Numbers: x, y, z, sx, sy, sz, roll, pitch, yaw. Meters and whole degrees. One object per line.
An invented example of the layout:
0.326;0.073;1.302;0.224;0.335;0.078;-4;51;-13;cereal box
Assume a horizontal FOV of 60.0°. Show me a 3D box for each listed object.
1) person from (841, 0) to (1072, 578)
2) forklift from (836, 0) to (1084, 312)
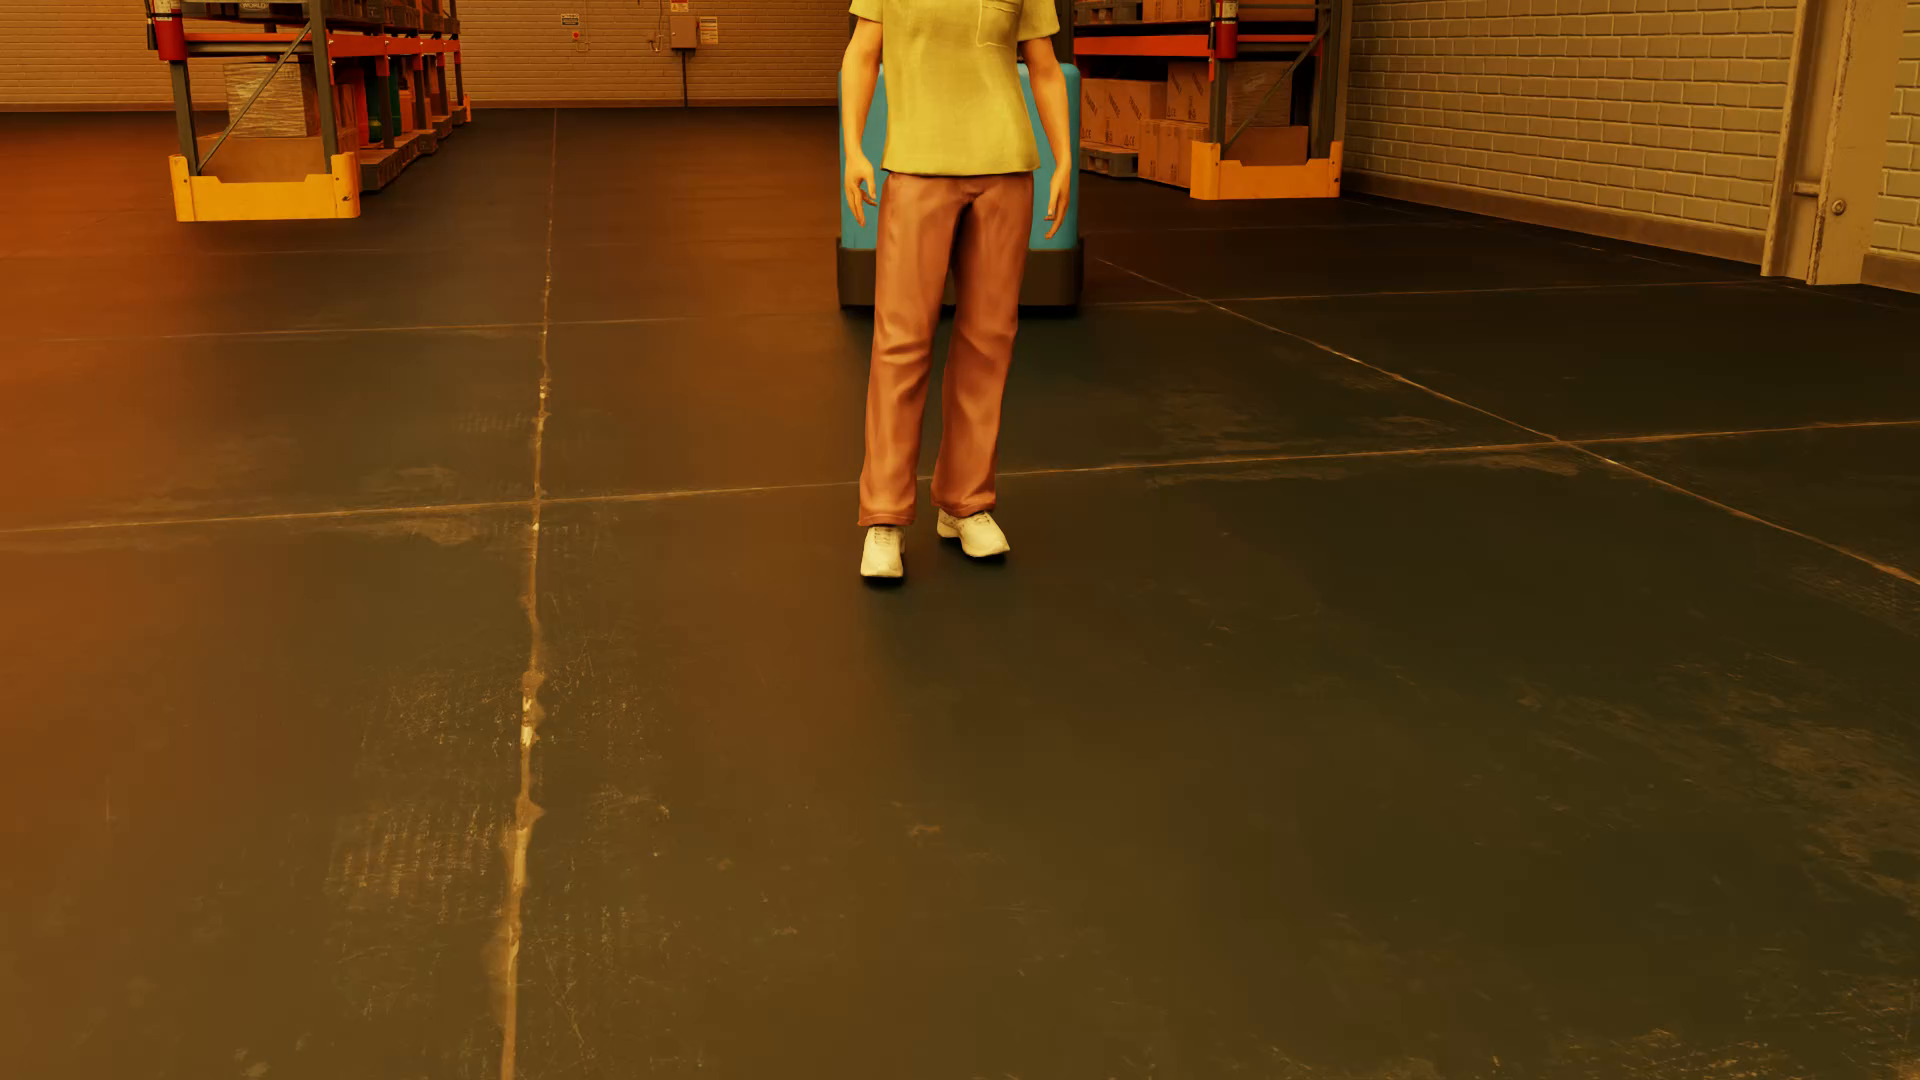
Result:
0.005;-0.784;3.704;0.553;1.663;0.548;-4;17;-12;person
0.010;-2.776;8.218;1.130;2.935;3.031;0;17;0;forklift
